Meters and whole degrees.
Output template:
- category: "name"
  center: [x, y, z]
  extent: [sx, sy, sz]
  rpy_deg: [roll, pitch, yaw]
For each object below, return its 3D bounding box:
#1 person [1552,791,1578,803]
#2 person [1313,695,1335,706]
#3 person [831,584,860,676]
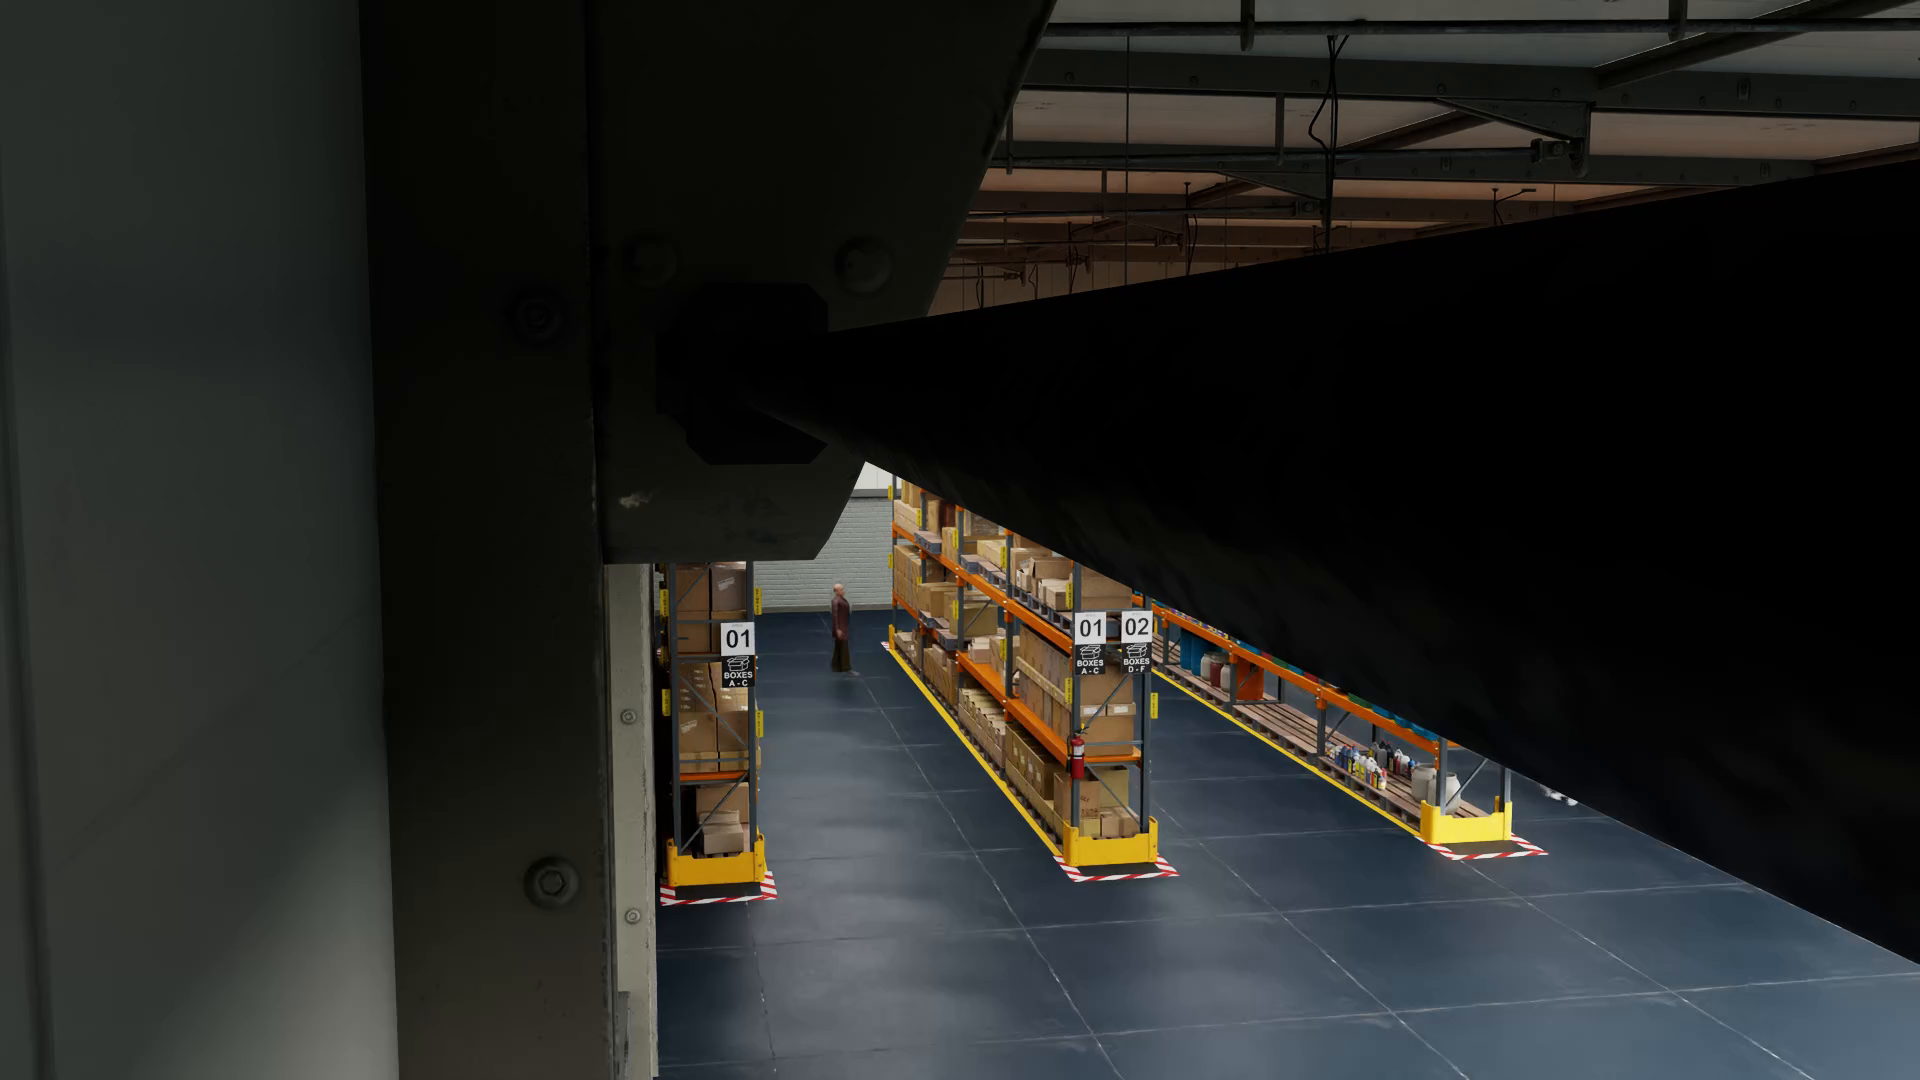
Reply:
- category: "person"
  center: [8.698, 2.853, 23.986]
  extent: [0.635, 1.788, 0.446]
  rpy_deg: [6, 9, 44]
- category: "person"
  center: [6.732, 2.126, 30.597]
  extent: [0.402, 1.794, 0.595]
  rpy_deg: [-5, 8, -40]
- category: "person"
  center: [-2.252, 1.848, 32.720]
  extent: [0.584, 1.599, 0.609]
  rpy_deg: [0, 6, 1]
